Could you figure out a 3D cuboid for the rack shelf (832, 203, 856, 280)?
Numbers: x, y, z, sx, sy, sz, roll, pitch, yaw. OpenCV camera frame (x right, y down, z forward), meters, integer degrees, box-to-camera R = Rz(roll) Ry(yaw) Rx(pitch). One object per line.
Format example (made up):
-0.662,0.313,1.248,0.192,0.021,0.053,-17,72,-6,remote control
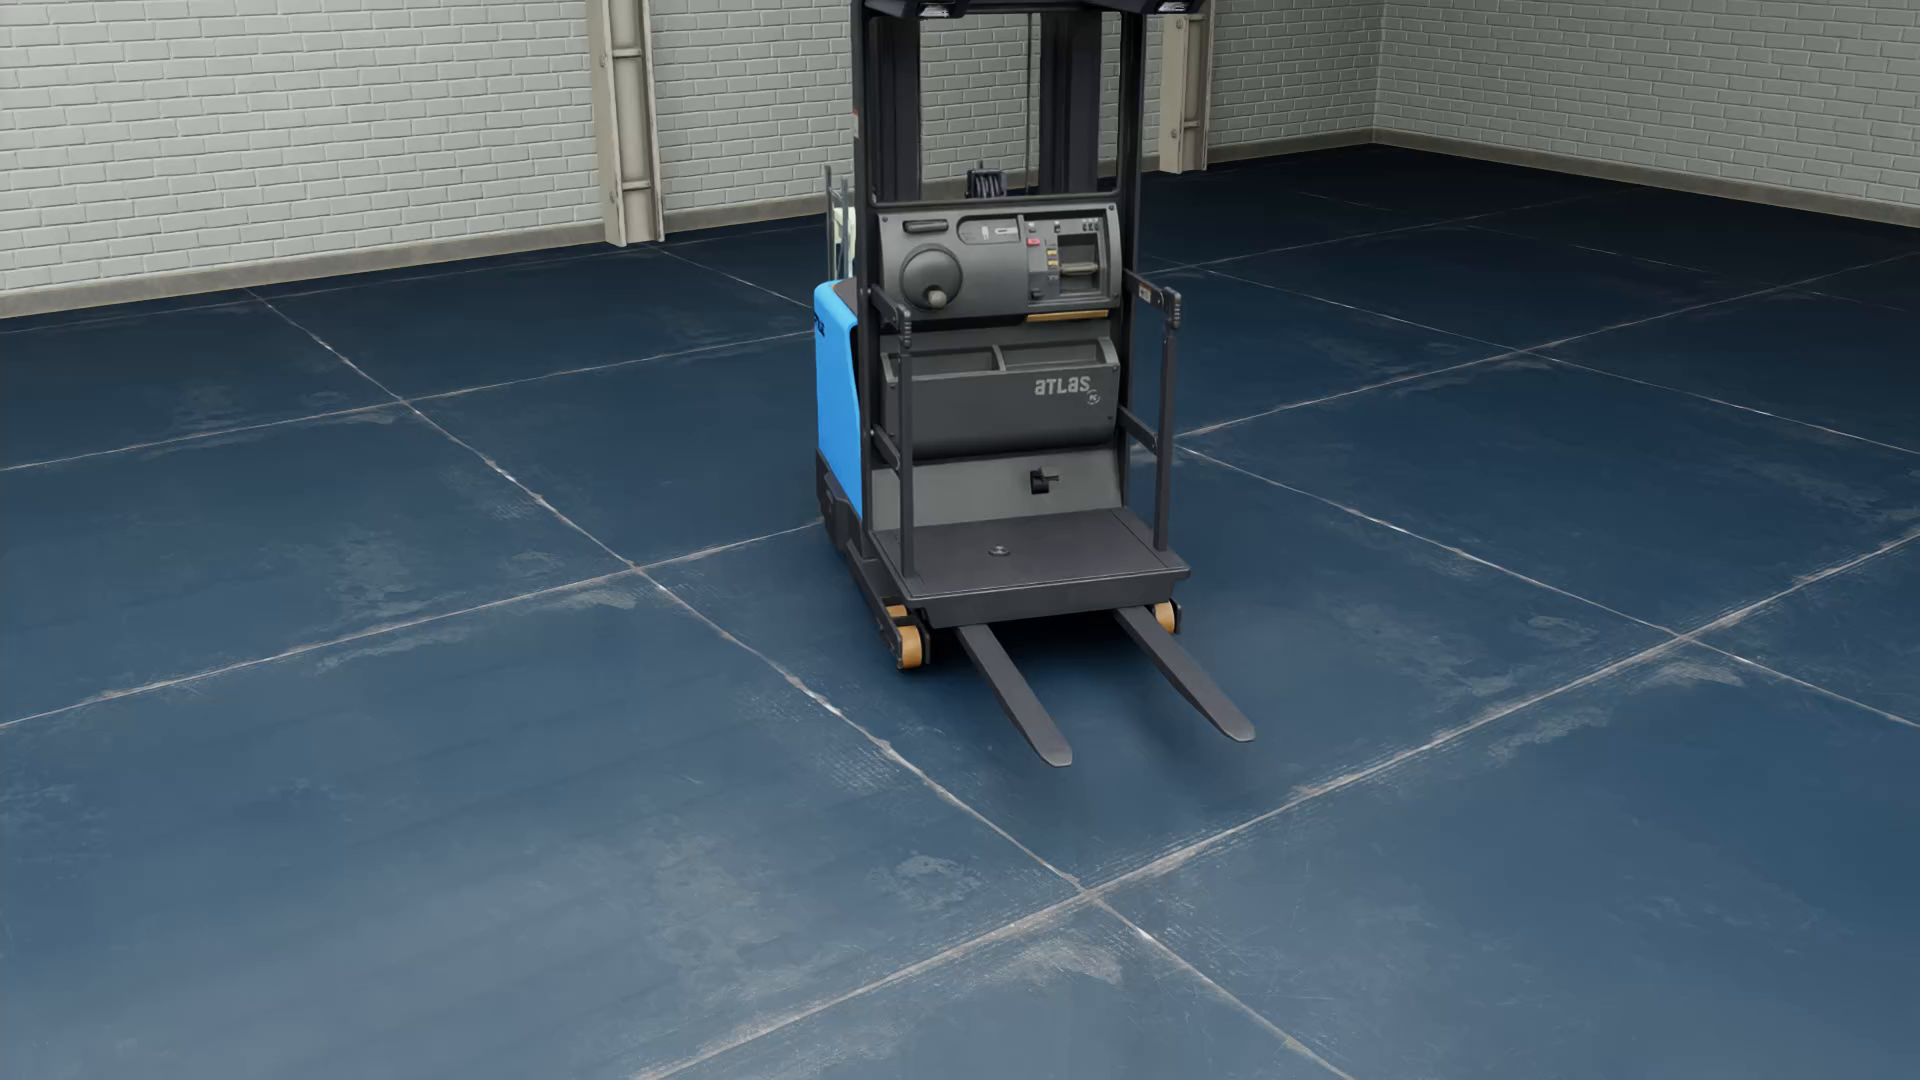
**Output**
-0.208,-1.367,7.746,0.720,0.370,0.431,-6,23,-15,rack shelf

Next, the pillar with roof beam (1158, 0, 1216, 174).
4.748,-6.610,11.819,0.400,9.000,9.100,-15,26,-33,pillar with roof beam

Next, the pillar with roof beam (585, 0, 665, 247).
-0.122,-5.311,8.565,0.400,9.000,9.100,-15,26,-33,pillar with roof beam

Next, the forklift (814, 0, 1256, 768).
0.214,-1.038,6.044,1.130,2.935,3.031,-6,22,-14,forklift

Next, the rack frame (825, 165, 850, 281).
-0.560,-0.968,7.799,0.023,1.500,0.400,-6,23,-15,rack frame

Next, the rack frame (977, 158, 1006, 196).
0.144,-1.042,7.983,0.023,1.500,0.400,-6,23,-15,rack frame

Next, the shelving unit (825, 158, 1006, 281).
-0.208,-1.005,7.891,0.755,1.500,0.431,-6,23,-15,shelving unit
